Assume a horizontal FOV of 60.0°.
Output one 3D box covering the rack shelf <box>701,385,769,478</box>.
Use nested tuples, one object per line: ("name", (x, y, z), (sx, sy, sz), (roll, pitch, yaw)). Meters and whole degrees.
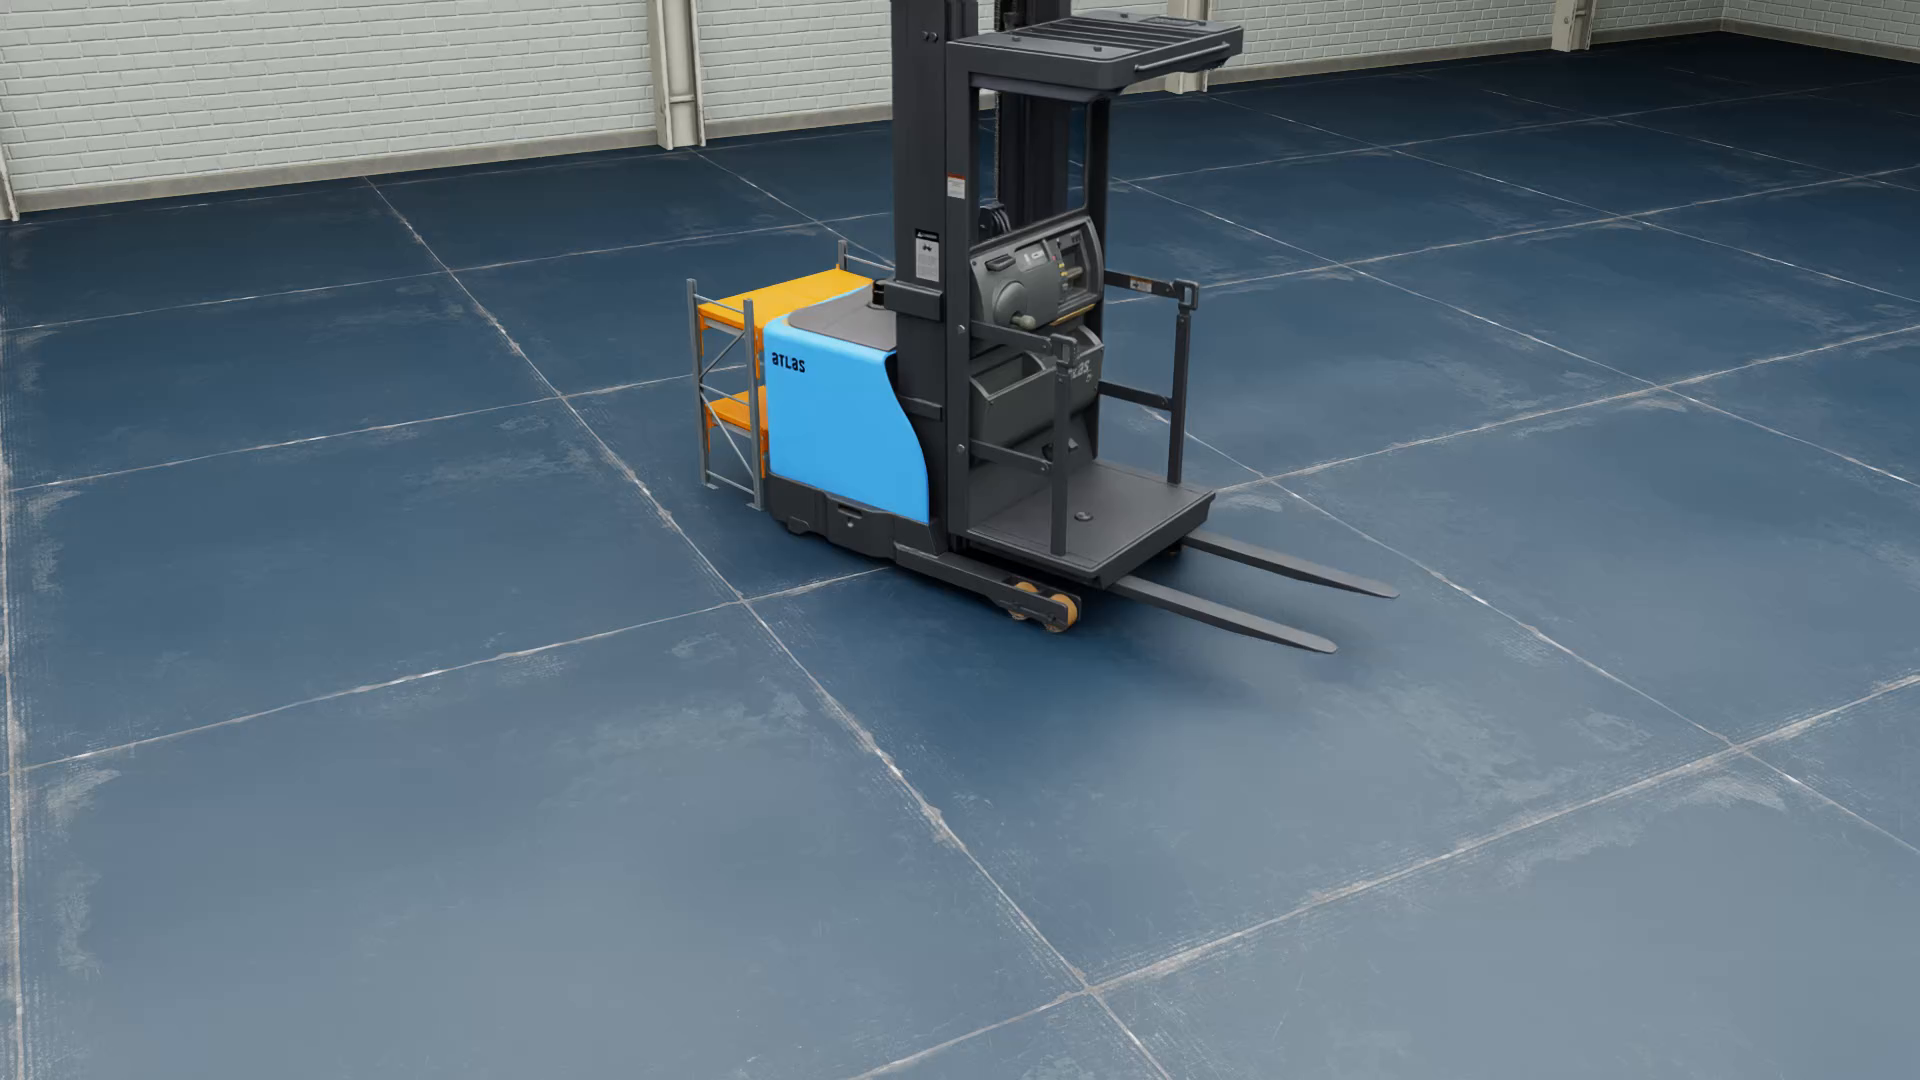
("rack shelf", (-0.835, -0.670, 8.911), (0.538, 0.278, 1.000), (23, 34, 39))

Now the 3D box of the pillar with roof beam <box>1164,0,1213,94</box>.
("pillar with roof beam", (4.584, -7.522, 13.519), (0.400, 9.000, 9.100), (-13, 29, -25))

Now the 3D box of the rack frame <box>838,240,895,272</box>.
("rack frame", (-0.477, -1.047, 9.130), (0.500, 1.125, 0.032), (23, 34, 39))

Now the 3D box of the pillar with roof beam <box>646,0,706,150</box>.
("pillar with roof beam", (-0.710, -6.300, 10.974), (0.400, 9.000, 9.100), (-13, 29, -25))

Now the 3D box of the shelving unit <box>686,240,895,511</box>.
("shelving unit", (-0.835, -0.891, 8.805), (0.538, 1.125, 1.048), (23, 34, 39))

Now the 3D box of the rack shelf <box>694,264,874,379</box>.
("rack shelf", (-0.835, -1.154, 8.679), (0.538, 0.278, 1.000), (23, 34, 39))

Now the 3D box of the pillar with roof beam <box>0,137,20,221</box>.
("pillar with roof beam", (-6.004, -5.078, 8.429), (0.400, 9.000, 9.100), (-13, 29, -25))

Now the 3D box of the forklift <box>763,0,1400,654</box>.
("forklift", (0.518, -1.172, 7.305), (3.031, 2.935, 1.130), (18, 31, 33))

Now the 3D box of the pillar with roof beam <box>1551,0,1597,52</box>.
("pillar with roof beam", (9.879, -8.744, 16.064), (0.400, 9.000, 9.100), (-13, 29, -25))

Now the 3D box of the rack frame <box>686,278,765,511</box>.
("rack frame", (-1.194, -0.735, 8.480), (0.500, 1.125, 0.032), (23, 34, 39))
